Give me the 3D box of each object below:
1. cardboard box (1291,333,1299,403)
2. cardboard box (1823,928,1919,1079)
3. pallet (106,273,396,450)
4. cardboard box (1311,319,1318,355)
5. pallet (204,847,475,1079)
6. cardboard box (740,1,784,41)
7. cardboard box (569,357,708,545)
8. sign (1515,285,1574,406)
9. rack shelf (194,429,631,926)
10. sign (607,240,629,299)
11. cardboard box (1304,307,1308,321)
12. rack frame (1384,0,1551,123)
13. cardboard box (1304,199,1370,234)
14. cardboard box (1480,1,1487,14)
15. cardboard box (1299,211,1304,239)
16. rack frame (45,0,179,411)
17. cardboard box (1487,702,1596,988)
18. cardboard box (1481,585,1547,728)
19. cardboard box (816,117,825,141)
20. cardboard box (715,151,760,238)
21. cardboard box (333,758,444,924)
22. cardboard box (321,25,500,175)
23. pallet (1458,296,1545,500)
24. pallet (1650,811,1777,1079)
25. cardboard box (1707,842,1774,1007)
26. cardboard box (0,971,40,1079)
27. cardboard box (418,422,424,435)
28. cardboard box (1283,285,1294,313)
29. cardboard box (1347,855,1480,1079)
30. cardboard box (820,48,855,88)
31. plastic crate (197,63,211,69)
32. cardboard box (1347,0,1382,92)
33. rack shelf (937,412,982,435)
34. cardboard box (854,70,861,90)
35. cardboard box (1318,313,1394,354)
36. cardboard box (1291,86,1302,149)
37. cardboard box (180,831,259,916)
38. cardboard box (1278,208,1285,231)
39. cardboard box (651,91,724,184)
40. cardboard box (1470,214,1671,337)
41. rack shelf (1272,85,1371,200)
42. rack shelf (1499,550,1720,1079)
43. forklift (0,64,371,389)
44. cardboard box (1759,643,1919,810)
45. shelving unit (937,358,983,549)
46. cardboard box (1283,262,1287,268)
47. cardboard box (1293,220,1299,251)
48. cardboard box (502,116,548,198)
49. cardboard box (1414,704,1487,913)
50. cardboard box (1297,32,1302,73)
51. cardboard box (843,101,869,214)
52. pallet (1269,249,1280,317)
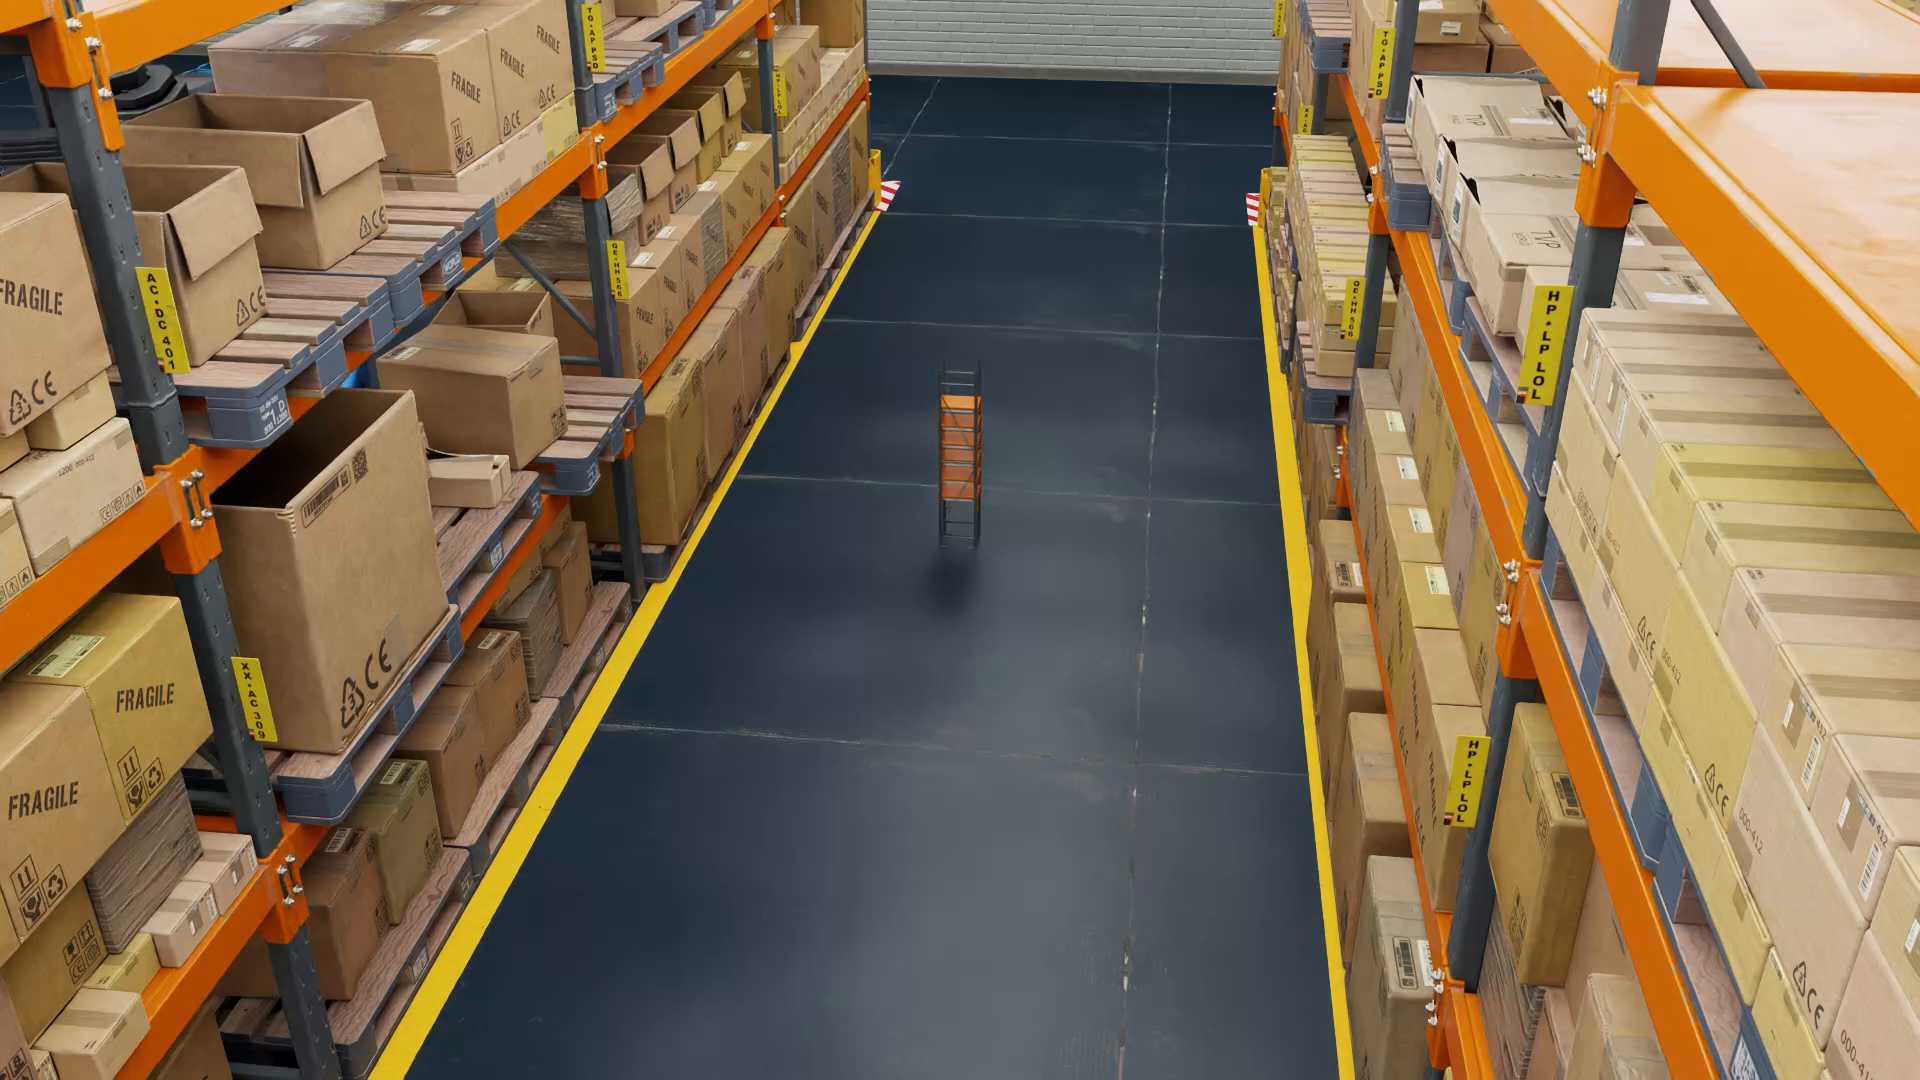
[{"bbox_3d":[2.667,-1.301,11.987,0.500,0.500,0.500,4,29,8],"label":"cardboard box"},{"bbox_3d":[1.457,0.767,2.089,0.500,0.250,0.500,3,28,6],"label":"cardboard box"},{"bbox_3d":[-2.689,-0.641,5.605,1.213,0.211,1.003,3,28,6],"label":"pallet"},{"bbox_3d":[2.167,-1.116,9.273,0.380,0.149,0.250,3,28,6],"label":"cardboard box"},{"bbox_3d":[-2.776,1.742,7.086,1.003,0.211,1.213,3,28,6],"label":"pallet"},{"bbox_3d":[-1.845,-4.473,14.736,0.500,0.500,0.500,3,28,5],"label":"cardboard box"},{"bbox_3d":[-2.275,-0.575,10.244,1.225,0.875,0.875,2,28,4],"label":"cardboard box"},{"bbox_3d":[1.500,-0.497,4.262,0.100,0.325,0.005,3,28,6],"label":"sign"},{"bbox_3d":[-2.625,0.256,7.662,1.077,0.370,4.000,3,28,6],"label":"rack shelf"},{"bbox_3d":[-1.840,-1.450,8.933,0.100,0.325,0.005,3,28,6],"label":"sign"},{"bbox_3d":[2.605,-1.380,11.343,0.500,0.250,0.500,4,29,8],"label":"cardboard box"},{"bbox_3d":[2.530,-3.307,7.193,1.000,3.000,0.127,3,28,6],"label":"rack frame"},{"bbox_3d":[2.329,-1.991,10.269,0.380,0.149,0.250,4,29,8],"label":"cardboard box"},{"bbox_3d":[2.909,-2.907,8.700,0.396,0.266,0.258,3,28,6],"label":"cardboard box"},{"bbox_3d":[2.360,-1.978,10.559,0.380,0.149,0.250,3,28,5],"label":"cardboard box"},{"bbox_3d":[-2.870,-1.760,4.321,1.000,3.000,0.127,3,28,6],"label":"rack frame"},{"bbox_3d":[1.961,0.847,4.510,0.875,0.550,0.550,3,28,6],"label":"cardboard box"},{"bbox_3d":[2.095,0.499,5.294,0.700,0.500,0.500,3,28,5],"label":"cardboard box"},{"bbox_3d":[-1.365,-3.504,14.149,0.380,0.149,0.250,4,29,7],"label":"cardboard box"},{"bbox_3d":[-1.744,-2.460,11.841,0.500,0.500,0.500,4,29,8],"label":"cardboard box"},{"bbox_3d":[-2.696,1.277,7.182,0.700,0.500,0.500,3,28,6],"label":"cardboard box"},{"bbox_3d":[-2.318,-1.873,7.061,0.500,0.500,0.500,4,29,7],"label":"cardboard box"},{"bbox_3d":[2.104,-0.454,5.261,0.805,0.209,1.217,2,28,4],"label":"pallet"},{"bbox_3d":[1.778,0.892,2.654,1.003,0.211,1.213,3,28,6],"label":"pallet"},{"bbox_3d":[1.472,0.646,2.735,0.380,0.149,0.250,4,29,7],"label":"cardboard box"},{"bbox_3d":[-3.044,1.389,4.383,0.875,0.500,0.500,3,28,6],"label":"cardboard box"},{"bbox_3d":[-2.814,-0.345,7.735,0.500,0.250,0.500,3,28,5],"label":"cardboard box"},{"bbox_3d":[2.764,-1.904,13.164,0.380,0.149,0.250,2,28,4],"label":"cardboard box"},{"bbox_3d":[2.027,1.725,6.107,1.050,0.750,0.750,3,28,6],"label":"cardboard box"},{"bbox_3d":[-1.259,-4.350,15.299,0.500,0.250,0.500,3,28,5],"label":"cardboard box"},{"bbox_3d":[-6.834,-4.291,15.458,0.416,0.233,0.300,3,28,6],"label":"plastic crate"},{"bbox_3d":[2.462,-2.785,9.282,0.500,0.500,0.500,3,28,6],"label":"cardboard box"},{"bbox_3d":[-0.002,-0.694,10.152,0.258,0.103,0.180,3,28,6],"label":"rack shelf"},{"bbox_3d":[-1.147,-4.348,15.715,0.380,0.149,0.250,4,29,7],"label":"cardboard box"},{"bbox_3d":[2.139,-1.130,8.986,0.380,0.149,0.250,4,29,7],"label":"cardboard box"},{"bbox_3d":[2.864,-3.212,12.923,0.500,0.500,0.500,3,28,5],"label":"cardboard box"},{"bbox_3d":[-2.605,1.110,5.584,0.380,0.149,0.250,3,28,6],"label":"cardboard box"},{"bbox_3d":[2.967,-2.776,14.468,0.380,0.149,0.250,4,29,7],"label":"cardboard box"},{"bbox_3d":[-2.055,-2.747,11.315,0.797,0.503,0.637,4,29,7],"label":"cardboard box"},{"bbox_3d":[1.973,-0.861,5.424,0.500,0.250,0.500,3,28,6],"label":"cardboard box"},{"bbox_3d":[3.265,-3.174,14.029,1.077,0.370,4.000,3,28,6],"label":"rack shelf"},{"bbox_3d":[1.795,1.154,2.833,1.077,0.370,4.000,3,28,6],"label":"rack shelf"},{"bbox_3d":[-5.198,-1.269,9.808,3.031,2.935,1.130,-6,29,-12],"label":"forklift"},{"bbox_3d":[1.472,0.295,2.546,0.380,0.149,0.250,3,28,6],"label":"cardboard box"},{"bbox_3d":[-0.002,-0.521,10.245,0.258,1.200,0.189,3,28,6],"label":"shelving unit"},{"bbox_3d":[2.956,-2.289,14.192,0.380,0.149,0.250,4,29,7],"label":"cardboard box"},{"bbox_3d":[2.390,-1.978,10.874,0.380,0.149,0.250,2,28,4],"label":"cardboard box"},{"bbox_3d":[-2.242,-1.784,7.686,0.500,0.250,0.500,3,28,6],"label":"cardboard box"},{"bbox_3d":[1.839,0.912,5.582,0.500,0.500,0.500,3,28,6],"label":"cardboard box"},{"bbox_3d":[2.944,-3.885,13.117,0.500,0.500,0.500,4,29,8],"label":"cardboard box"},{"bbox_3d":[-1.399,-3.711,16.065,0.875,0.875,0.875,3,28,6],"label":"cardboard box"},{"bbox_3d":[3.215,-2.215,14.432,1.003,0.211,1.213,3,28,6],"label":"pallet"}]
